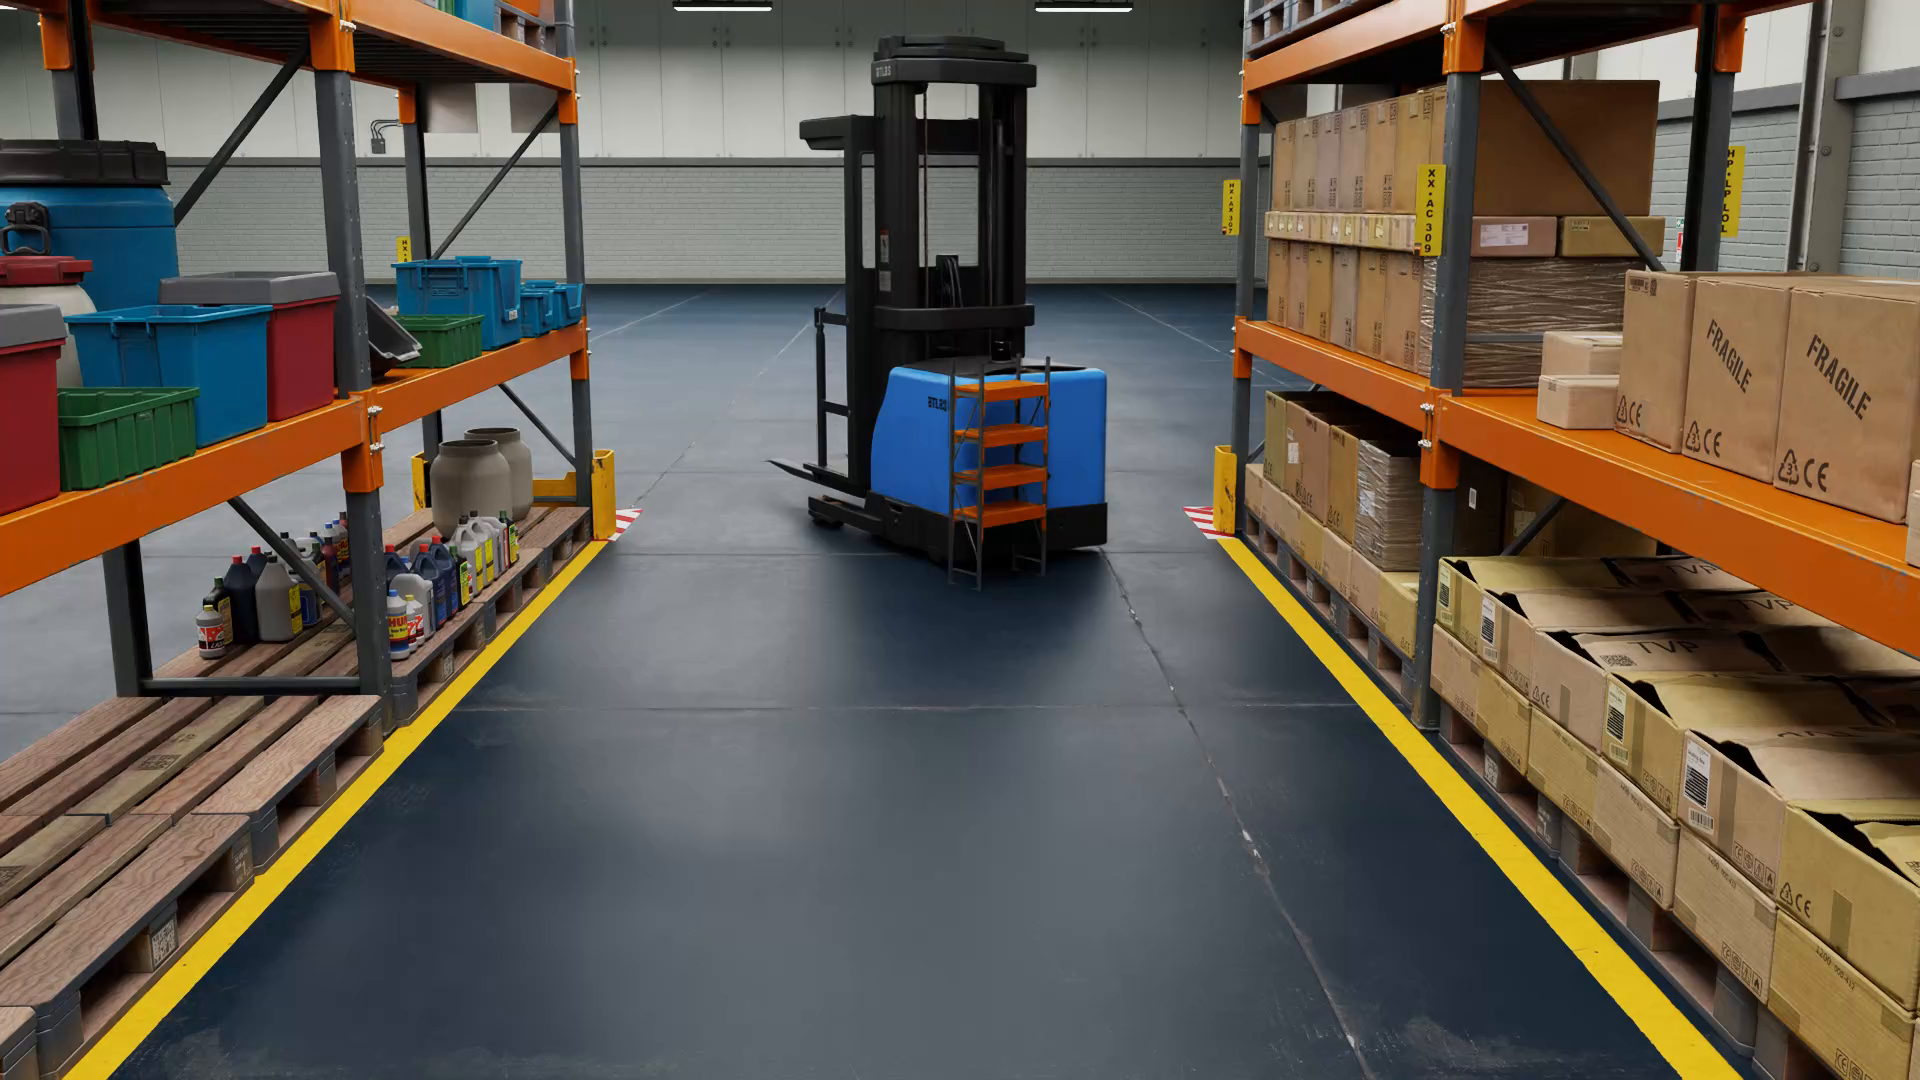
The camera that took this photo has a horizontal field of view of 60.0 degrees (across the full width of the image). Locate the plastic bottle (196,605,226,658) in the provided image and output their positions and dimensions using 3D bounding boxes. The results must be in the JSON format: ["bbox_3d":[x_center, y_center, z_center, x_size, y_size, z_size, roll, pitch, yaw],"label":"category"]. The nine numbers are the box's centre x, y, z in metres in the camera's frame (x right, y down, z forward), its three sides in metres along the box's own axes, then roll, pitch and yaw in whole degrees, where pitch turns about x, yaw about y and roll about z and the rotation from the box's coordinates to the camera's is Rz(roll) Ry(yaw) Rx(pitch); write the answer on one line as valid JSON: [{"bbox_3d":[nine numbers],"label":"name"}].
[{"bbox_3d":[-3.003,0.362,6.662,0.097,0.201,0.097,0,11,0],"label":"plastic bottle"}]

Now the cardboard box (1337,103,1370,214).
[{"bbox_3d":[2.222,-1.815,7.946,0.700,0.500,0.500,0,11,-1],"label":"cardboard box"}]

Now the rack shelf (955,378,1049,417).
[{"bbox_3d":[0.213,-0.756,8.779,0.480,0.148,0.258,-11,17,-42],"label":"rack shelf"}]

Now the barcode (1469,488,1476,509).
[{"bbox_3d":[1.858,-0.151,6.026,0.001,0.075,0.075,0,11,-1],"label":"barcode"}]

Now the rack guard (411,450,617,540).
[{"bbox_3d":[-2.718,-0.278,10.173,1.175,0.500,0.348,0,11,-1],"label":"rack guard"}]

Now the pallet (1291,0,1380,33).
[{"bbox_3d":[2.203,-2.581,7.913,1.003,0.211,1.213,0,11,-1],"label":"pallet"}]

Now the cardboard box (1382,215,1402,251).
[{"bbox_3d":[2.031,-1.316,7.119,0.380,0.149,0.250,0,11,-1],"label":"cardboard box"}]

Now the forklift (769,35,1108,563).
[{"bbox_3d":[-1.588,-1.548,8.385,5.263,3.703,5.146,-6,13,-29],"label":"forklift"}]

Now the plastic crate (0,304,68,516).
[{"bbox_3d":[-2.328,-0.282,3.742,0.402,0.464,0.583,0,11,-1],"label":"plastic crate"}]

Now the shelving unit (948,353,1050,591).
[{"bbox_3d":[0.208,-0.371,8.861,0.503,1.200,0.258,-11,17,-42],"label":"shelving unit"}]

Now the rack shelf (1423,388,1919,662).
[{"bbox_3d":[2.310,0.008,4.287,1.077,0.370,4.000,0,11,-1],"label":"rack shelf"}]

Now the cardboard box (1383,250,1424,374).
[{"bbox_3d":[2.236,-0.985,7.116,0.700,0.500,0.500,0,11,-2],"label":"cardboard box"}]

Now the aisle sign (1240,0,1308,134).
[{"bbox_3d":[1.878,-2.824,9.894,0.394,0.787,0.004,0,11,-1],"label":"aisle sign"}]

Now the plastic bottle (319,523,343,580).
[{"bbox_3d":[-3.031,0.053,8.009,0.097,0.271,0.097,0,11,0],"label":"plastic bottle"}]

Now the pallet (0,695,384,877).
[{"bbox_3d":[-2.629,0.800,5.587,1.003,0.211,1.213,0,11,-1],"label":"pallet"}]

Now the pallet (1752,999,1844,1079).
[{"bbox_3d":[2.373,1.255,3.340,1.003,0.211,1.213,0,11,-1],"label":"pallet"}]

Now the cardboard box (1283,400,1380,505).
[{"bbox_3d":[2.010,-0.457,8.742,0.500,0.500,0.500,0,11,-1],"label":"cardboard box"}]

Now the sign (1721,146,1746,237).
[{"bbox_3d":[2.811,-1.275,6.088,0.100,0.325,0.005,0,11,-1],"label":"sign"}]

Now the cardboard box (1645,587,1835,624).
[{"bbox_3d":[2.581,0.307,5.450,0.500,0.311,0.500,0,11,0],"label":"cardboard box"}]

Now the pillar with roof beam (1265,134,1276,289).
[{"bbox_3d":[3.094,-10.309,38.241,9.100,9.000,0.548,0,11,-1],"label":"pillar with roof beam"}]

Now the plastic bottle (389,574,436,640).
[{"bbox_3d":[-2.286,0.267,6.943,0.152,0.276,0.135,0,11,1],"label":"plastic bottle"}]

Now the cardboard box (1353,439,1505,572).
[{"bbox_3d":[2.042,-0.159,7.272,0.500,0.500,0.500,0,11,-1],"label":"cardboard box"}]

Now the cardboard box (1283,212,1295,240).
[{"bbox_3d":[1.991,-1.724,9.128,0.380,0.149,0.250,0,11,-1],"label":"cardboard box"}]

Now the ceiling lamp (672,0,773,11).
[{"bbox_3d":[-4.820,-12.369,33.713,2.000,3.185,0.800,0,11,-1],"label":"ceiling lamp"}]

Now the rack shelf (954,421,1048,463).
[{"bbox_3d":[0.210,-0.524,8.828,0.480,0.148,0.258,-11,17,-42],"label":"rack shelf"}]

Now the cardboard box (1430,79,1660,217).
[{"bbox_3d":[2.253,-1.516,6.471,0.700,0.500,0.500,0,11,-1],"label":"cardboard box"}]

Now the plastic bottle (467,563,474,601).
[{"bbox_3d":[-2.272,0.177,7.575,0.097,0.201,0.097,0,11,0],"label":"plastic bottle"}]

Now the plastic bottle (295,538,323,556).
[{"bbox_3d":[-2.995,0.135,7.594,0.152,0.276,0.135,0,11,0],"label":"plastic bottle"}]

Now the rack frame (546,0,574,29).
[{"bbox_3d":[-2.766,-4.458,9.401,1.000,3.000,0.127,0,11,-1],"label":"rack frame"}]

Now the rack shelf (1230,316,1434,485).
[{"bbox_3d":[2.227,-0.788,8.206,1.077,0.370,4.000,0,11,-1],"label":"rack shelf"}]

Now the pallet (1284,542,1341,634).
[{"bbox_3d":[2.266,0.223,8.431,1.003,0.211,1.213,0,11,-1],"label":"pallet"}]

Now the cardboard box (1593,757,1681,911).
[{"bbox_3d":[2.062,0.786,4.500,0.500,0.250,0.500,0,11,0],"label":"cardboard box"}]

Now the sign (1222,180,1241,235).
[{"bbox_3d":[1.631,-2.000,9.995,0.100,0.325,0.005,0,11,-1],"label":"sign"}]

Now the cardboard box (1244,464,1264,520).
[{"bbox_3d":[1.975,-0.288,9.796,0.500,0.250,0.500,0,11,-1],"label":"cardboard box"}]

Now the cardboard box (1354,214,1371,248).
[{"bbox_3d":[2.170,-1.592,5.181,0.703,1.460,4.934,0,11,0],"label":"cardboard box"}]

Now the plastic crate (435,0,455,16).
[{"bbox_3d":[-2.444,-2.404,7.353,0.336,0.188,0.450,0,11,-1],"label":"plastic crate"}]

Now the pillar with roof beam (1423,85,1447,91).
[{"bbox_3d":[3.342,-7.924,26.483,9.100,9.000,0.400,0,11,-1],"label":"pillar with roof beam"}]

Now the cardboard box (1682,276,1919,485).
[{"bbox_3d":[2.290,-0.435,4.405,0.500,0.500,0.500,0,11,-1],"label":"cardboard box"}]

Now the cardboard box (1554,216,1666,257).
[{"bbox_3d":[2.457,-1.164,6.368,0.380,0.149,0.250,0,11,-1],"label":"cardboard box"}]

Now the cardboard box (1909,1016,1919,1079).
[{"bbox_3d":[2.097,1.091,2.998,0.500,0.250,0.500,0,11,0],"label":"cardboard box"}]

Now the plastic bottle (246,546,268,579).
[{"bbox_3d":[-2.989,0.195,7.111,0.144,0.351,0.185,-1,11,-4],"label":"plastic bottle"}]

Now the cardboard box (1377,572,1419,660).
[{"bbox_3d":[2.041,0.308,6.857,0.500,0.250,0.500,0,11,-1],"label":"cardboard box"}]

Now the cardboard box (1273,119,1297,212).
[{"bbox_3d":[2.184,-2.119,9.446,0.700,0.500,0.500,0,11,-1],"label":"cardboard box"}]

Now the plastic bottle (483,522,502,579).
[{"bbox_3d":[-2.309,0.042,8.051,0.152,0.276,0.135,-1,11,-3],"label":"plastic bottle"}]

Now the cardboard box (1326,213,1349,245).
[{"bbox_3d":[2.010,-1.520,8.125,0.380,0.149,0.250,0,11,-1],"label":"cardboard box"}]

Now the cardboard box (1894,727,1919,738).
[{"bbox_3d":[2.607,0.608,3.965,0.500,0.311,0.500,-1,11,-3],"label":"cardboard box"}]

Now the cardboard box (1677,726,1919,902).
[{"bbox_3d":[2.069,0.613,3.944,0.500,0.311,0.500,0,11,-2],"label":"cardboard box"}]

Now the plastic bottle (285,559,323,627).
[{"bbox_3d":[-2.841,0.226,7.146,0.152,0.276,0.135,0,11,-1],"label":"plastic bottle"}]

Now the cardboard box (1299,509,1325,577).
[{"bbox_3d":[2.004,0.010,8.326,0.500,0.250,0.500,0,11,-1],"label":"cardboard box"}]

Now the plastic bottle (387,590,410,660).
[{"bbox_3d":[-2.252,0.333,6.627,0.097,0.271,0.097,0,11,0],"label":"plastic bottle"}]

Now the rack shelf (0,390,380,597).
[{"bbox_3d":[-2.642,0.027,4.190,1.077,0.370,4.000,0,11,-1],"label":"rack shelf"}]

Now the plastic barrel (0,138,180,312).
[{"bbox_3d":[-2.979,-0.891,5.644,0.600,0.901,0.708,0,11,-1],"label":"plastic barrel"}]

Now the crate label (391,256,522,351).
[{"bbox_3d":[-2.458,-1.171,8.196,0.502,0.435,0.616,0,11,-1],"label":"crate label"}]

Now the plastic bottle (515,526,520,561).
[{"bbox_3d":[-2.290,0.001,8.442,0.097,0.201,0.097,0,11,0],"label":"plastic bottle"}]

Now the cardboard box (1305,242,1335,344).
[{"bbox_3d":[2.203,-1.291,8.626,0.700,0.500,0.500,0,11,-1],"label":"cardboard box"}]
